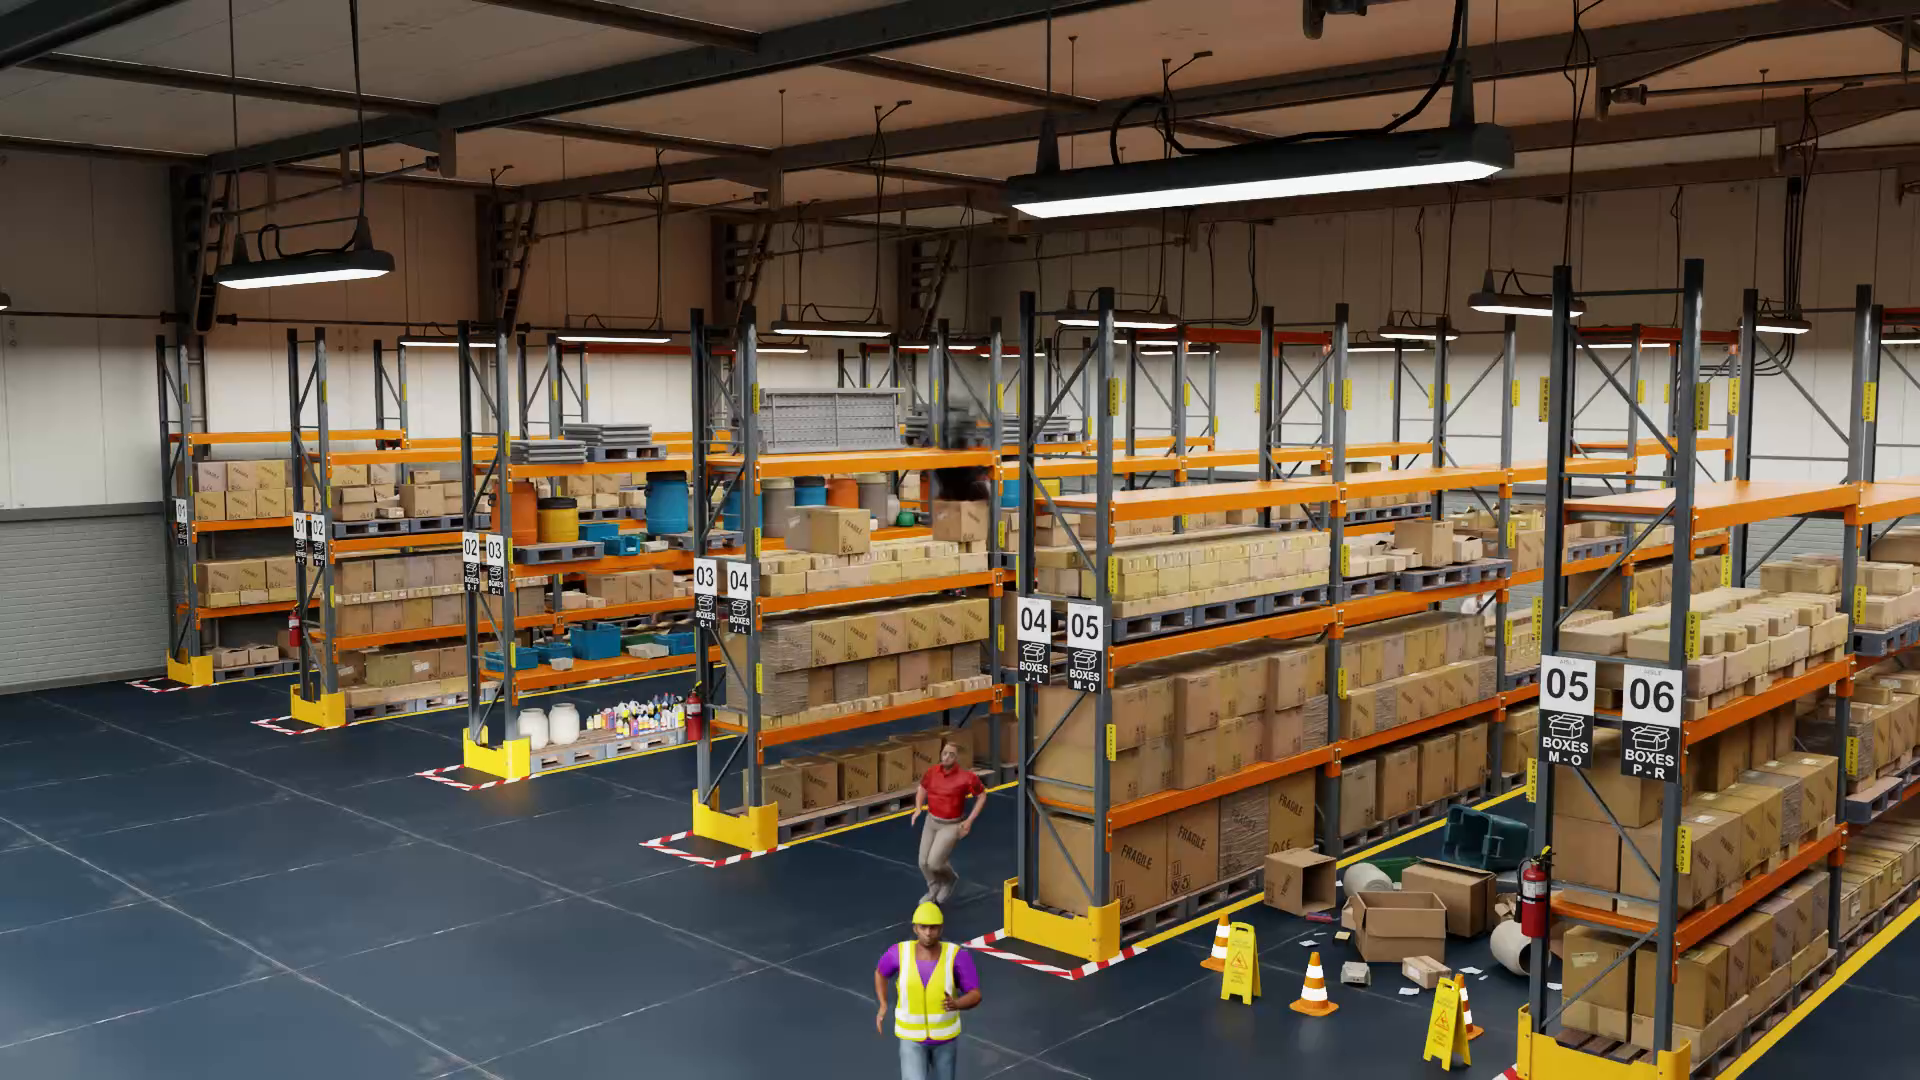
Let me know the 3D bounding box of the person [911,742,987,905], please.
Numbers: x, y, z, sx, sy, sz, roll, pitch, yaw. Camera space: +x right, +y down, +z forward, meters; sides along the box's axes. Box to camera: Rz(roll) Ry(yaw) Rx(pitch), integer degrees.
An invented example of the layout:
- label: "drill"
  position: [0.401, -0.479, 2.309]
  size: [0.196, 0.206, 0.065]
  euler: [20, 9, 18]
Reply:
- label: "person"
  position: [-0.154, 2.813, 16.316]
  size: [0.719, 1.678, 0.549]
  euler: [4, 7, 35]

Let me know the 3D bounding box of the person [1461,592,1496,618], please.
- label: "person"
  position: [8.974, 1.612, 28.612]
  size: [0.709, 1.785, 0.733]
  euler: [4, 7, 37]

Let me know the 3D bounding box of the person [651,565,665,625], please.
- label: "person"
  position: [-5.829, 1.298, 32.357]
  size: [0.562, 1.656, 0.914]
  euler: [4, 7, 36]

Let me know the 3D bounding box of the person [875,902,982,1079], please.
- label: "person"
  position: [-0.208, 3.237, 10.882]
  size: [0.700, 1.754, 0.989]
  euler: [0, 5, -3]
